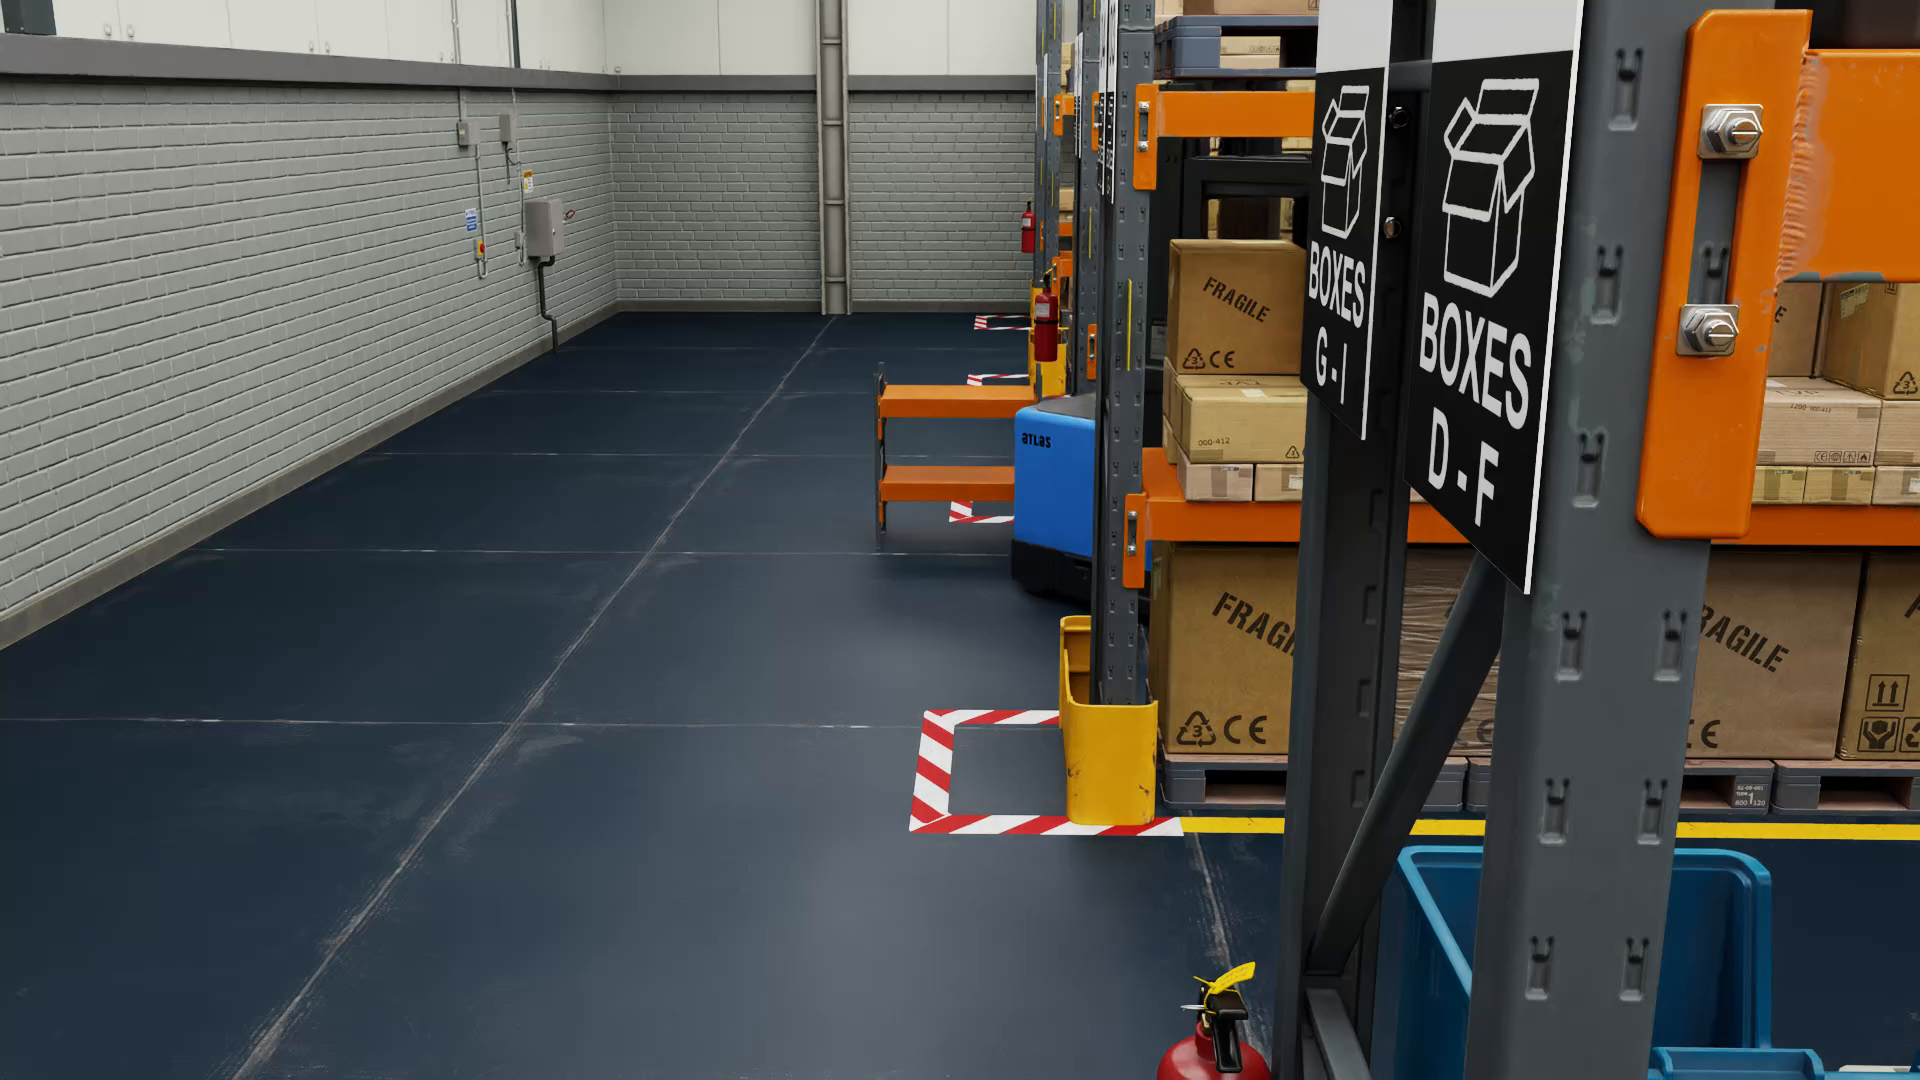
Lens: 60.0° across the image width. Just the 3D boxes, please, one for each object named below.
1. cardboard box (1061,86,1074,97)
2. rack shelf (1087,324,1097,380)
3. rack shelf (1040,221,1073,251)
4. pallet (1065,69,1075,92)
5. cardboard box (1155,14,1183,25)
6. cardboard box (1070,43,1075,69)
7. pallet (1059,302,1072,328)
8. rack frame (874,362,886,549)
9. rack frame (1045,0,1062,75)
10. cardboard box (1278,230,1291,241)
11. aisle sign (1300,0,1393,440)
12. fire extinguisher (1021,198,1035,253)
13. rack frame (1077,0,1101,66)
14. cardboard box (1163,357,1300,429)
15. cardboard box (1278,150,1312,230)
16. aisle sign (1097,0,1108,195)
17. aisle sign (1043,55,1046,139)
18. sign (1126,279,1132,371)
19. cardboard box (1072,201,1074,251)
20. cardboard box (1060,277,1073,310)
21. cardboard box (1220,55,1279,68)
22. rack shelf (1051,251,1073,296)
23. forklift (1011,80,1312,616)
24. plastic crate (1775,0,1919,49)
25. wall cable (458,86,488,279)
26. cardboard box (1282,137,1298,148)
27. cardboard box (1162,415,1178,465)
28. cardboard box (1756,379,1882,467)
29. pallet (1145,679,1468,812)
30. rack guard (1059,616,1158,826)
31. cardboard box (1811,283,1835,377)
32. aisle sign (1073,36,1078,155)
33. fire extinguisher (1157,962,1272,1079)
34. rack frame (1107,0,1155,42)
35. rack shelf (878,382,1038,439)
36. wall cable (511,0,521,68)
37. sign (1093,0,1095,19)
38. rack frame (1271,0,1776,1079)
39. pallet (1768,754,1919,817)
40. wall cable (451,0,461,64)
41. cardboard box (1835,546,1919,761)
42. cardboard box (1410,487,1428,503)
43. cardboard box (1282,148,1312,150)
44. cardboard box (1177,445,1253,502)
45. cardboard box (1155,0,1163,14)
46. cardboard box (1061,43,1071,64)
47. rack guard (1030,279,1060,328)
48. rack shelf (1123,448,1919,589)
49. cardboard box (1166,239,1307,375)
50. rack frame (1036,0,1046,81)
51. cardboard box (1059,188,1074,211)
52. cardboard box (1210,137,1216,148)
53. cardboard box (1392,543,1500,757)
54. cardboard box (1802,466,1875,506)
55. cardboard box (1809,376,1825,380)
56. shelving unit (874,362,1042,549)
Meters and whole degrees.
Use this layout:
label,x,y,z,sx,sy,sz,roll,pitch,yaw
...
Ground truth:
label,x,y,z,sx,sy,sz,roll,pitch,yaw
cardboard box,1.327,-5.532,20.541,0.250,0.149,0.380,1,15,3
rack shelf,2.865,-1.375,11.582,4.000,0.370,1.077,0,15,1
rack shelf,3.014,-3.904,21.167,4.000,0.370,1.077,0,15,1
pallet,1.633,-4.404,15.947,1.213,0.211,1.003,0,15,1
cardboard box,1.308,-3.286,10.850,0.500,0.250,0.500,1,15,2
cardboard box,1.344,-4.648,15.972,0.500,0.250,0.500,-1,15,-4
pallet,1.887,-2.911,21.459,1.213,0.211,1.003,0,15,1
rack frame,-0.515,-0.547,10.709,0.032,1.125,0.500,0,15,1
rack frame,0.891,-5.900,15.561,0.127,3.000,1.000,0,15,1
cardboard box,2.333,-1.851,11.197,0.500,0.500,0.500,1,15,2
aisle sign,0.447,-0.541,1.913,0.004,0.787,0.394,0,15,1
fire extinguisher,0.856,-3.930,20.739,0.183,0.674,0.296,0,15,1
rack frame,0.866,-4.637,10.774,0.127,3.000,1.000,0,15,1
cardboard box,1.129,-0.607,6.973,0.500,0.250,0.500,0,15,1
cardboard box,2.332,-2.330,11.053,0.500,0.500,0.500,0,15,0
aisle sign,0.574,-1.806,6.708,0.004,0.787,0.394,0,15,1
aisle sign,0.827,-4.335,16.296,0.004,0.787,0.394,0,15,1
sign,0.618,-0.787,6.091,0.005,0.325,0.100,0,15,1
cardboard box,1.380,-3.112,16.558,0.500,0.500,0.500,0,15,2
cardboard box,1.623,-3.233,21.283,0.637,0.503,0.797,0,15,-1
cardboard box,1.835,-3.041,10.900,0.500,0.250,0.500,1,15,3
rack shelf,2.891,-2.638,16.369,4.000,0.370,1.077,0,15,1
forklift,1.717,-0.962,8.741,3.031,2.935,1.130,13,20,41
plastic crate,0.890,-0.522,1.315,0.590,0.269,0.497,0,15,1
wall cable,-4.746,-3.536,16.309,0.123,1.953,0.585,0,15,1
cardboard box,3.052,-3.761,15.789,0.250,0.149,0.380,0,15,1
cardboard box,1.003,-0.432,7.089,0.250,0.149,0.380,1,15,2
cardboard box,3.161,-0.459,6.410,0.500,0.250,0.500,1,15,3
pallet,1.440,0.862,7.159,1.213,0.211,1.003,0,15,1
rack guard,0.614,0.737,7.067,0.348,0.500,1.175,0,15,1
cardboard box,3.673,-0.953,6.813,0.500,0.500,0.500,0,15,1
aisle sign,0.801,-3.070,11.499,0.004,0.787,0.394,0,15,1
fire extinguisher,0.373,0.892,2.460,0.183,0.674,0.296,0,15,1
rack frame,0.638,-3.372,5.982,0.127,3.000,1.000,0,15,1
rack shelf,-0.007,-0.827,10.622,1.000,0.278,0.538,0,15,1
wall cable,-4.671,-6.785,18.843,0.133,3.039,2.988,0,15,1
sign,0.852,-3.470,10.521,0.005,0.325,0.100,0,15,1
rack frame,0.512,0.791,1.963,0.053,2.616,0.949,0,15,1
pallet,3.879,0.878,7.099,1.213,0.211,1.003,0,15,1
wall cable,-4.802,-5.865,15.429,0.029,3.000,0.463,0,15,1
cardboard box,3.979,0.354,6.960,0.875,0.875,0.875,0,15,1
cardboard box,1.758,-0.259,6.435,0.250,0.149,0.380,0,15,1
cardboard box,2.356,-2.467,11.573,0.500,0.500,0.500,1,15,4
cardboard box,0.985,-0.264,6.452,0.250,0.149,0.380,1,15,2
cardboard box,1.184,-3.488,10.833,0.250,0.149,0.380,0,15,1
cardboard box,1.452,-5.961,20.405,0.500,0.250,0.500,0,15,1
rack guard,1.090,-3.056,21.441,0.348,0.500,1.175,0,15,1
rack shelf,2.638,-0.111,6.790,4.000,0.370,1.077,0,15,1
cardboard box,1.132,-0.969,6.875,0.500,0.500,0.500,1,15,2
rack frame,1.014,-7.165,20.359,0.127,3.000,1.000,0,15,1
cardboard box,1.461,-4.264,20.834,0.500,0.250,0.500,0,15,2
cardboard box,2.287,-3.771,15.828,0.250,0.149,0.380,1,15,2
cardboard box,2.190,0.342,7.004,0.875,0.875,0.875,0,15,1
cardboard box,3.295,-0.249,6.397,0.250,0.149,0.380,1,15,2
cardboard box,3.677,-0.591,6.912,0.500,0.250,0.500,0,15,1
shelving unit,-0.007,-0.544,10.697,1.048,1.125,0.538,0,15,1
